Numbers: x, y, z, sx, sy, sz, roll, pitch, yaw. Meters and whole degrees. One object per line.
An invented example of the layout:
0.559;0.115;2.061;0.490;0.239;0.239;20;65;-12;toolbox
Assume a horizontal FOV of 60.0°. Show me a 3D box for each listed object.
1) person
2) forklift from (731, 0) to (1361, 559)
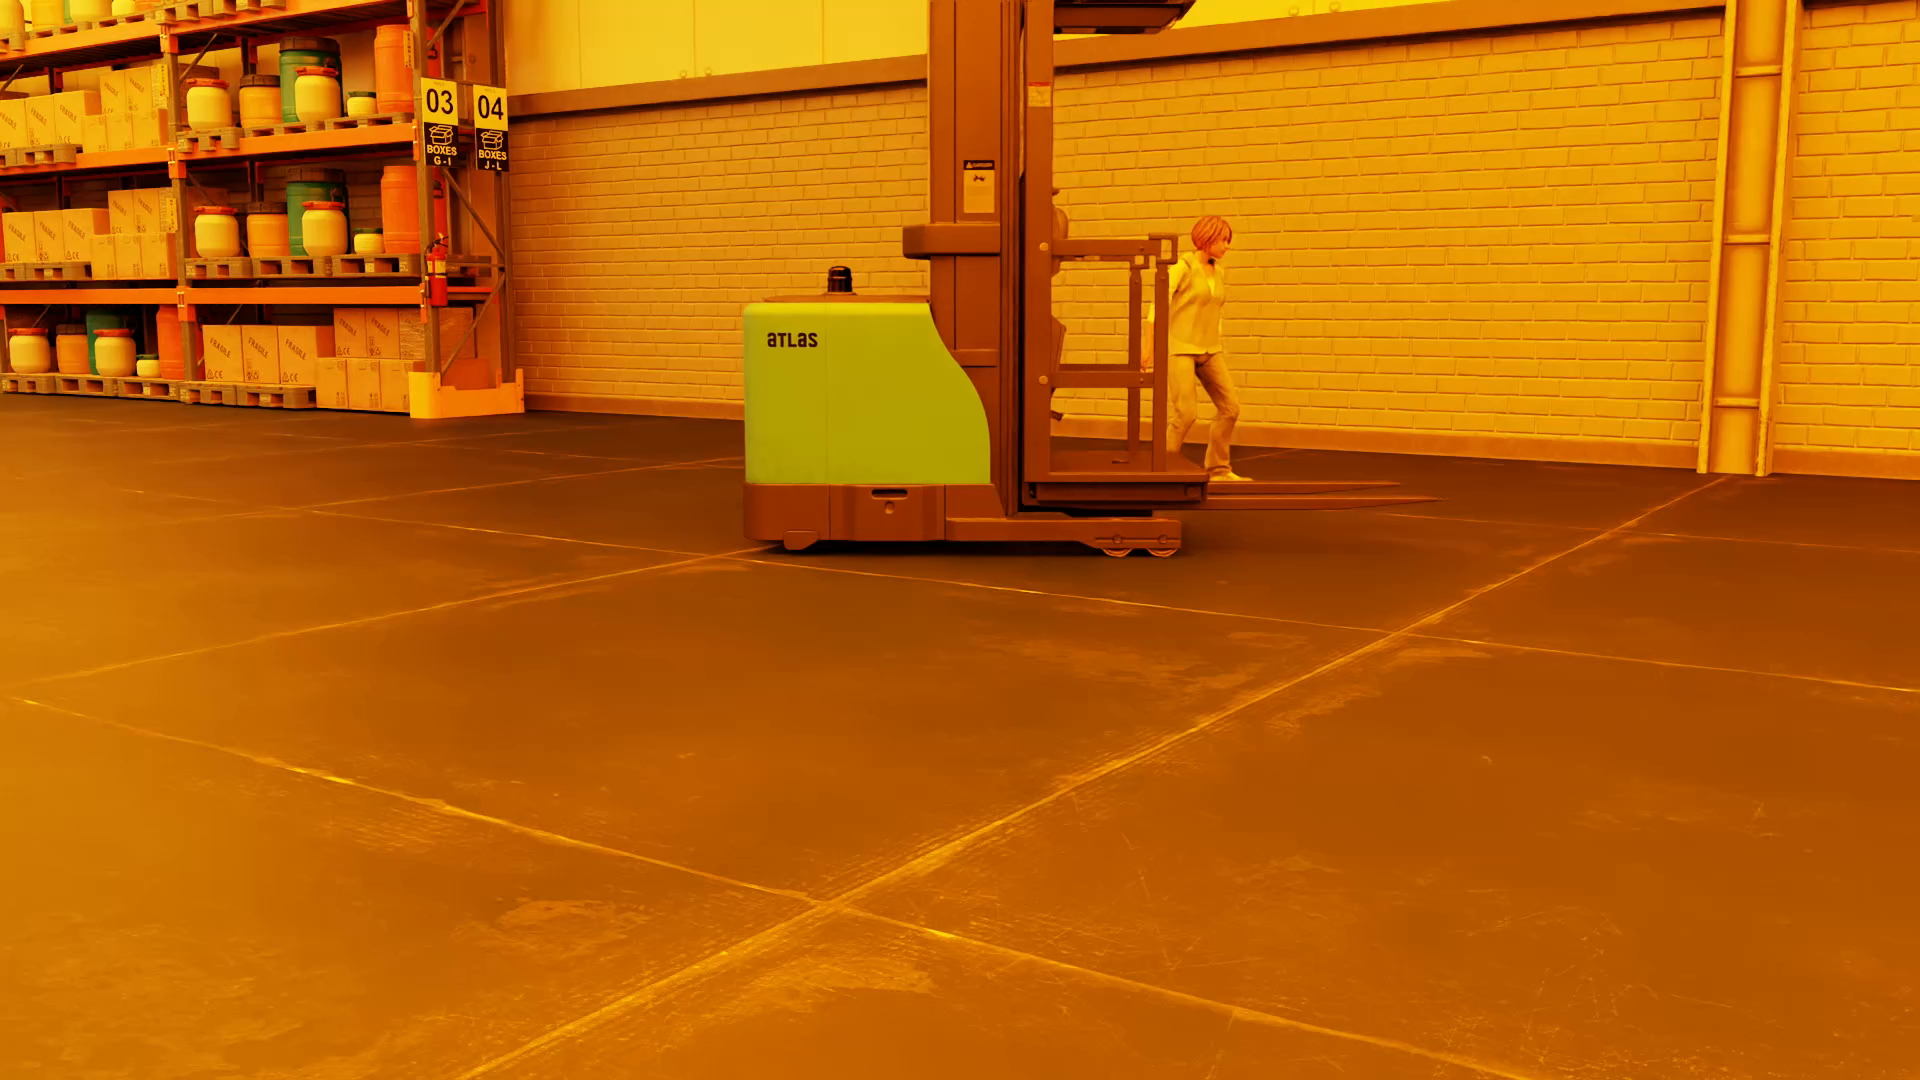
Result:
1.305;-1.050;9.465;0.663;1.559;0.347;-7;11;-41;person
0.505;-1.494;7.700;3.031;2.935;1.130;-4;9;-28;forklift
